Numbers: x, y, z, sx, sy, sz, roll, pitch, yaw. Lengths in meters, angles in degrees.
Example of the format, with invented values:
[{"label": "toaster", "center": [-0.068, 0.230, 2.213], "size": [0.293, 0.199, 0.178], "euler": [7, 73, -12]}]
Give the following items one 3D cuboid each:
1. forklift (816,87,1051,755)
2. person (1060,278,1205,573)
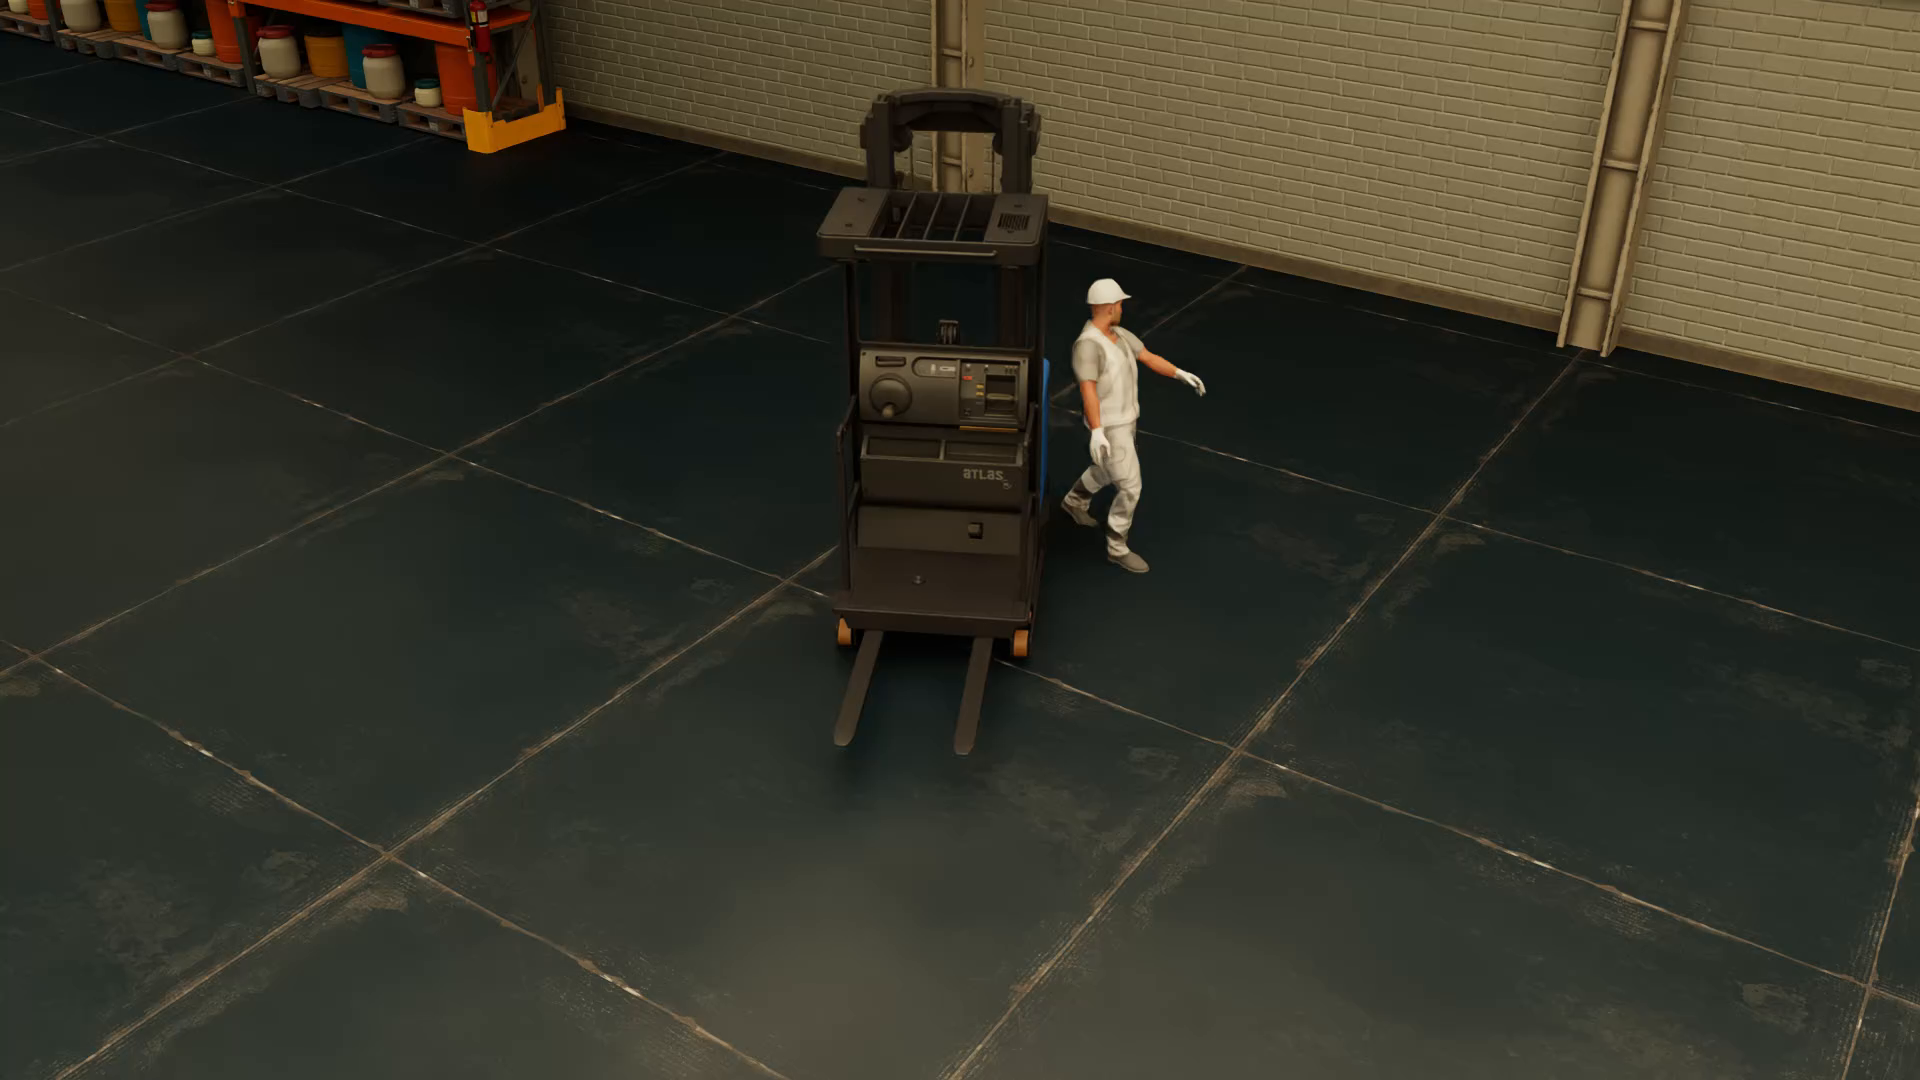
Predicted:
[{"label": "forklift", "center": [-0.114, -0.788, 8.938], "size": [1.130, 2.935, 3.031], "euler": [3, 30, 6]}, {"label": "person", "center": [0.968, -0.652, 9.977], "size": [0.894, 1.729, 0.848], "euler": [10, 31, 16]}]
